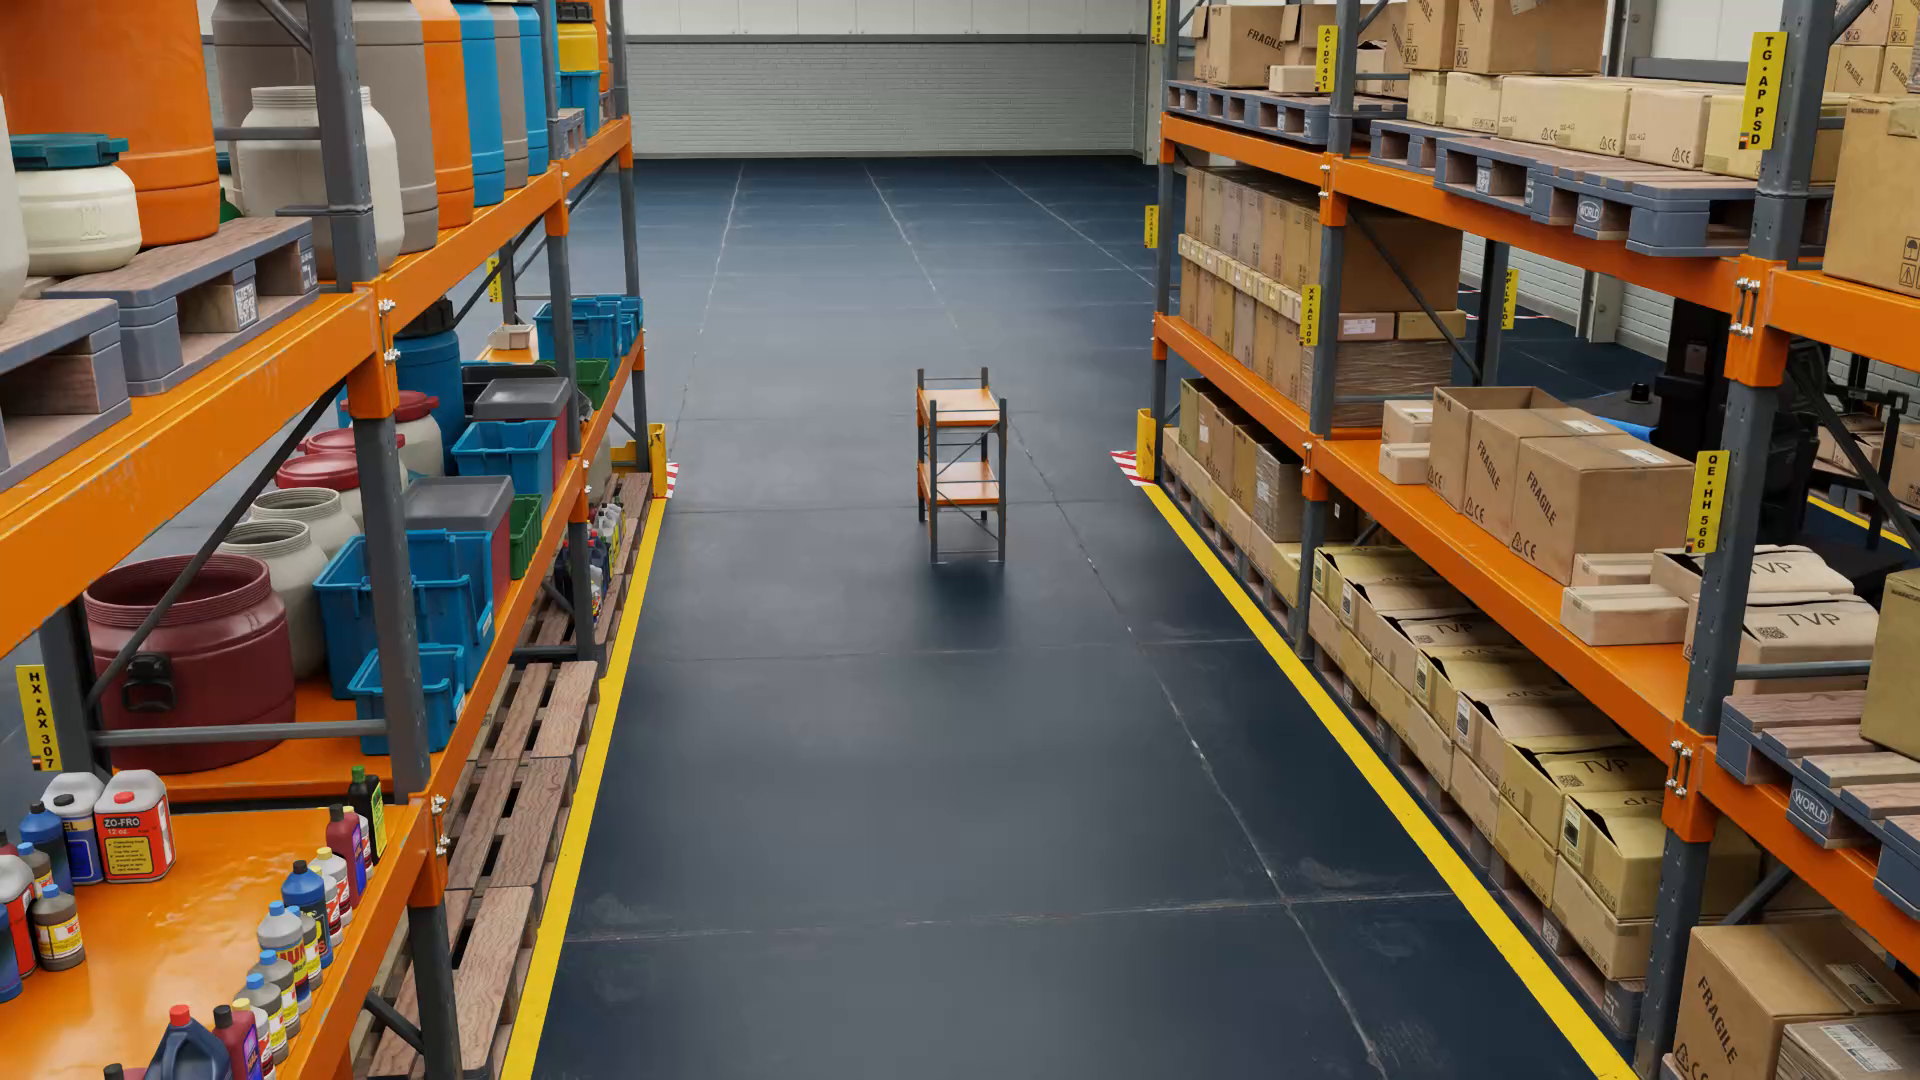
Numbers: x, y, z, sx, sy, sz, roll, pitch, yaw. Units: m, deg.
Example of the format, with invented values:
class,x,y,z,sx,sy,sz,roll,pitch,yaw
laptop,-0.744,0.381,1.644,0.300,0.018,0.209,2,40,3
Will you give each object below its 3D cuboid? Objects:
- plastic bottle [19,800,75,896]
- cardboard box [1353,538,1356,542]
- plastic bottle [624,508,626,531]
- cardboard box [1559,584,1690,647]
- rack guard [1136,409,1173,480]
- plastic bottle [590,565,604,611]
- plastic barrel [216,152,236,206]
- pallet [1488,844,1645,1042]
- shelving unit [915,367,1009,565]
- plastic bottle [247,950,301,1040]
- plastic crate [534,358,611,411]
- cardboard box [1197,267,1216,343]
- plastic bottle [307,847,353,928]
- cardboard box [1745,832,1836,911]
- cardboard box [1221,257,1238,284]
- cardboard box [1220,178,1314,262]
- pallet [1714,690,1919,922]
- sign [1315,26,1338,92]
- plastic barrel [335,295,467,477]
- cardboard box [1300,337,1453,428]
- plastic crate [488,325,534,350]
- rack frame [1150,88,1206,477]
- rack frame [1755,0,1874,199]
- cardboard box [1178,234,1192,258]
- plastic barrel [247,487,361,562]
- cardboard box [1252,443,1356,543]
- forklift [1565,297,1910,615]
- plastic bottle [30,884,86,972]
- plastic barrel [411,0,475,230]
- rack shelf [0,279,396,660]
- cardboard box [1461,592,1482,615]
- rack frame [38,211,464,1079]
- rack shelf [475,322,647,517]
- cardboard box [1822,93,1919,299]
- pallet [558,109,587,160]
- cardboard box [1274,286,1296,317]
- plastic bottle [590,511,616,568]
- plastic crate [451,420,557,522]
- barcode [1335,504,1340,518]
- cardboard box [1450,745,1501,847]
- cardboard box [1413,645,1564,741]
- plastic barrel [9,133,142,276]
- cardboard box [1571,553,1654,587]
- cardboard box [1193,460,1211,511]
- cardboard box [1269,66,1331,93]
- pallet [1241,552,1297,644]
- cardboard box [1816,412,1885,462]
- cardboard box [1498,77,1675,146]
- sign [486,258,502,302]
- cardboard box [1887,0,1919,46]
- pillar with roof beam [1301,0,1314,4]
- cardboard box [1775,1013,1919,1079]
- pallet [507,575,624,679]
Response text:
class,x,y,z,sx,sy,sz,roll,pitch,yaw
plastic bottle,-2.375,0.806,4.317,0.097,0.271,0.097,0,17,0
cardboard box,2.640,0.041,10.427,0.500,0.250,0.500,-2,18,-6
plastic bottle,-2.282,-0.154,11.098,0.097,0.201,0.097,0,17,0
cardboard box,2.477,0.279,6.201,0.380,0.149,0.250,-2,18,-6
rack guard,2.017,-0.780,13.326,1.175,0.500,0.348,-2,18,-6
plastic bottle,-2.152,0.264,9.641,0.152,0.276,0.135,-1,17,-4
plastic barrel,-2.446,-1.167,5.608,0.301,0.262,0.301,0,17,0
pallet,2.799,1.502,6.539,1.003,0.211,1.213,-2,18,-6
shelving unit,0.001,-0.535,11.502,0.538,1.125,1.048,-2,18,-6
plastic bottle,-1.549,1.021,3.748,0.097,0.201,0.097,0,17,0
plastic crate,-2.354,-0.934,9.997,0.450,0.188,0.662,-2,18,-6
cardboard box,2.114,-1.717,11.972,0.700,0.500,0.500,-1,17,-4
plastic bottle,-1.599,0.876,4.210,0.097,0.201,0.097,0,17,0
cardboard box,3.083,1.097,6.128,0.500,0.311,0.500,-1,17,-4
cardboard box,1.981,-1.815,11.201,0.380,0.149,0.250,-2,18,-6
cardboard box,2.173,-2.170,11.248,0.700,0.500,0.500,-2,18,-5
pallet,2.985,0.710,4.729,1.213,0.211,1.003,-2,18,-6
sign,1.880,-2.471,8.538,0.100,0.325,0.005,-2,18,-6
plastic barrel,-2.757,-0.736,8.177,0.600,0.901,0.708,-2,18,-6
cardboard box,2.380,-0.953,9.538,0.700,0.500,0.500,-2,18,-7
plastic crate,-3.135,-1.411,11.603,0.298,0.136,0.250,-2,18,-6
rack frame,2.020,-1.965,12.929,1.000,3.000,0.127,-2,18,-6
rack frame,2.845,-2.444,4.438,1.000,3.000,0.127,-2,18,-6
cardboard box,1.846,-2.199,12.423,0.380,0.149,0.250,-2,18,-6
plastic barrel,-2.444,0.092,6.191,0.421,0.512,0.421,0,17,0
cardboard box,2.127,-0.300,10.264,0.500,0.500,0.500,-2,18,-6
forklift,5.072,-0.972,9.880,1.130,2.935,3.031,-12,21,-33
plastic bottle,-2.189,0.932,4.031,0.097,0.201,0.097,0,17,0
plastic barrel,-2.019,-1.512,5.761,0.600,0.830,0.708,-2,18,-6
rack shelf,-1.876,0.078,2.613,1.077,0.370,4.000,-2,18,-6
cardboard box,2.819,0.337,8.548,0.500,0.311,0.500,-1,17,-4
rack frame,-2.082,0.570,4.853,1.000,3.000,0.127,-2,18,-6
rack shelf,-2.701,-0.874,10.655,1.077,0.370,4.000,-2,18,-6
cardboard box,2.923,-0.932,4.462,0.910,0.500,0.500,-2,18,-6
pallet,-2.667,-2.174,8.903,1.213,0.211,1.003,-2,18,-6
cardboard box,2.110,-1.435,9.990,0.380,0.149,0.250,-2,18,-6
plastic bottle,-2.229,-0.004,10.369,0.144,0.351,0.185,-2,18,-6
plastic crate,-2.072,-0.295,7.635,0.392,0.384,0.575,-2,18,-6
barcode,2.044,-0.160,9.014,0.001,0.075,0.075,-2,18,-6
cardboard box,2.442,1.077,7.127,0.500,0.250,0.500,-1,17,-4
cardboard box,2.387,0.659,7.522,0.500,0.311,0.500,-1,17,-4
plastic barrel,-1.826,-0.680,3.358,0.301,0.262,0.301,0,17,0
cardboard box,2.657,0.160,6.579,0.380,0.149,0.250,0,17,-2
cardboard box,1.960,-0.389,11.798,0.500,0.250,0.500,-2,18,-6
cardboard box,2.036,-2.703,9.755,0.380,0.149,0.250,-2,18,-6
pallet,2.392,0.319,10.309,1.003,0.211,1.213,-2,18,-6
cardboard box,6.928,-0.837,13.091,0.500,0.311,0.500,-4,18,-12
cardboard box,2.569,-1.762,6.822,0.500,0.250,0.500,-3,18,-10
sign,-3.455,-1.930,12.353,0.100,0.325,0.005,-2,18,-6
cardboard box,6.810,-3.659,11.447,0.500,0.500,0.500,-1,17,-4
pillar with roof beam,1.741,-10.030,28.600,9.100,9.000,0.400,-2,18,-6
cardboard box,2.667,1.701,4.689,0.500,0.500,0.500,-2,18,-8
pallet,-2.523,0.508,9.708,1.003,0.211,1.213,-2,18,-6
